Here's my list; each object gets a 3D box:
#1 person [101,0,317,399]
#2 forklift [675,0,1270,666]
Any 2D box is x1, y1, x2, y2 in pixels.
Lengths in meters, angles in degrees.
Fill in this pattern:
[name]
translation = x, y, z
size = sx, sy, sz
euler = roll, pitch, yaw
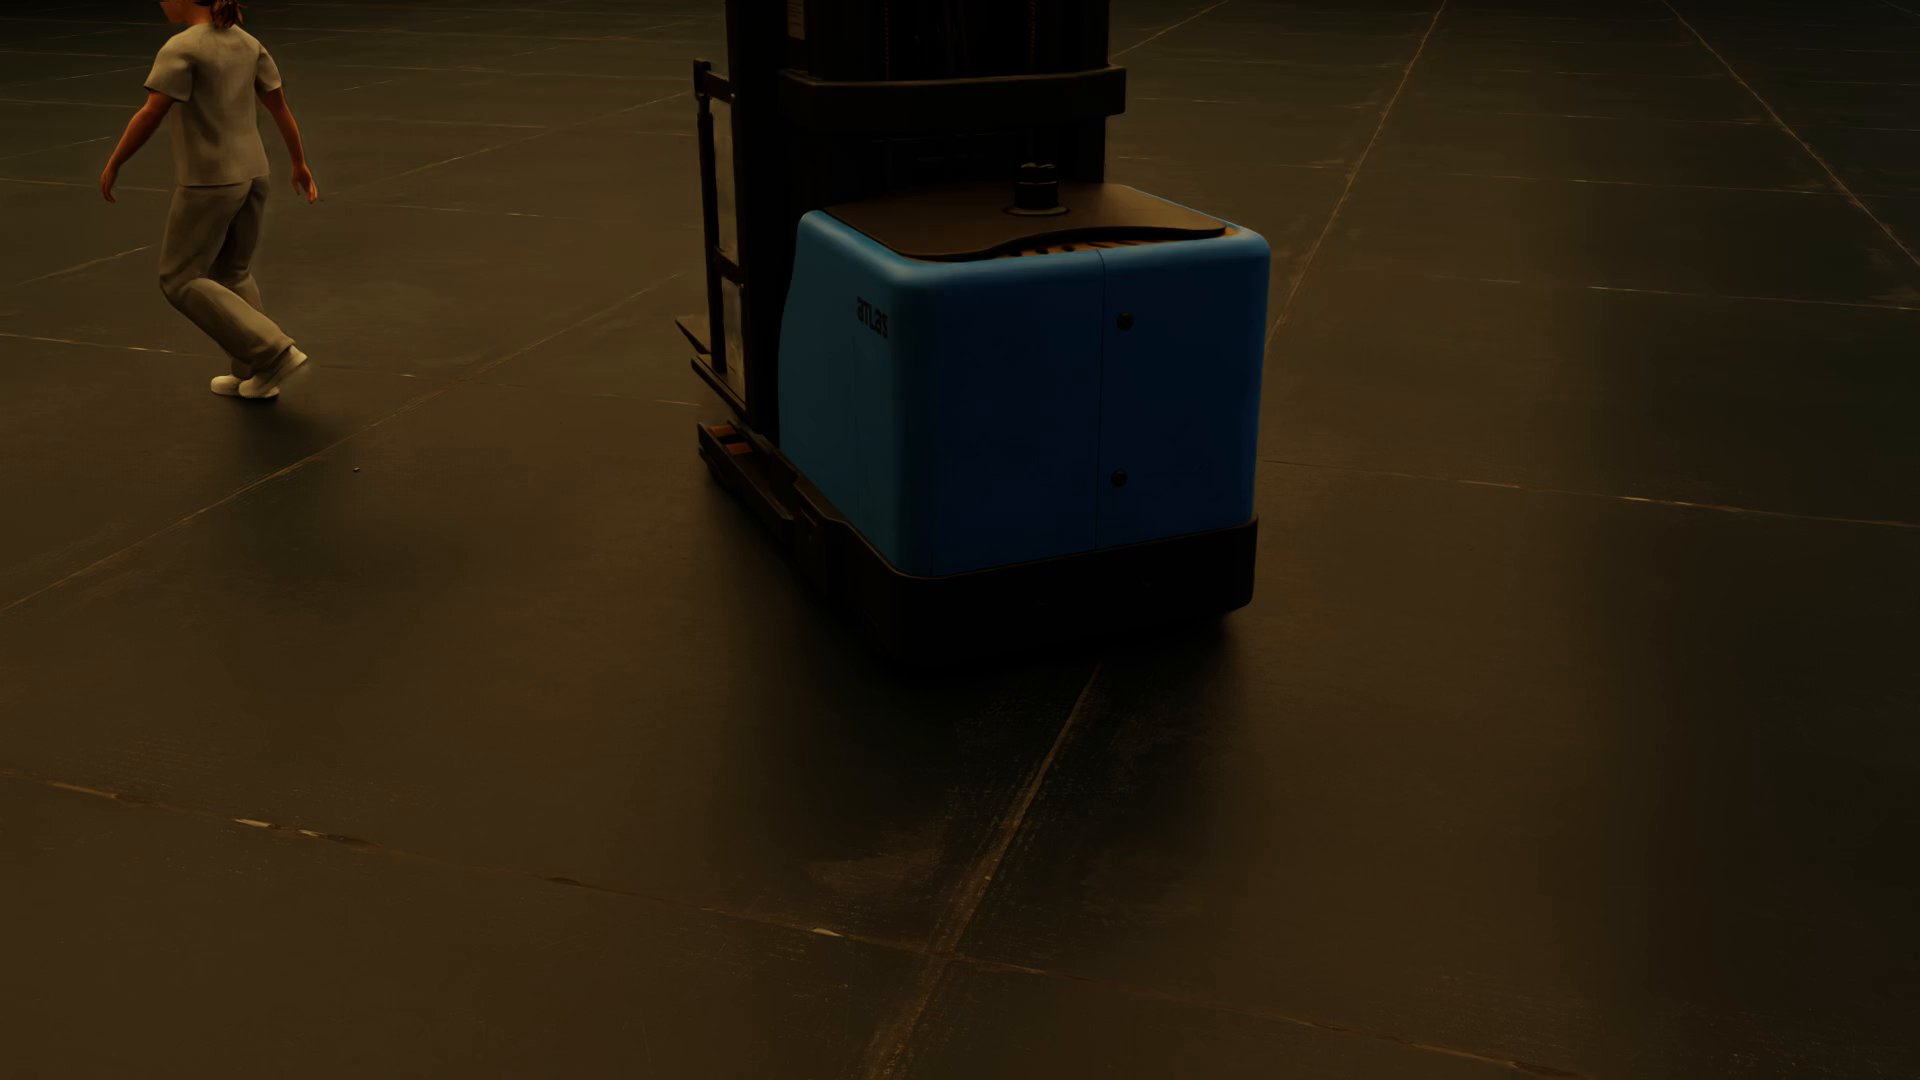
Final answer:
[person]
translation = -2.687, -1.301, 6.105
size = 0.568, 1.659, 0.684
euler = 5, 23, 12
[forklift]
translation = -0.243, -1.569, 5.079
size = 1.130, 2.935, 3.031
euler = -9, 24, -21
